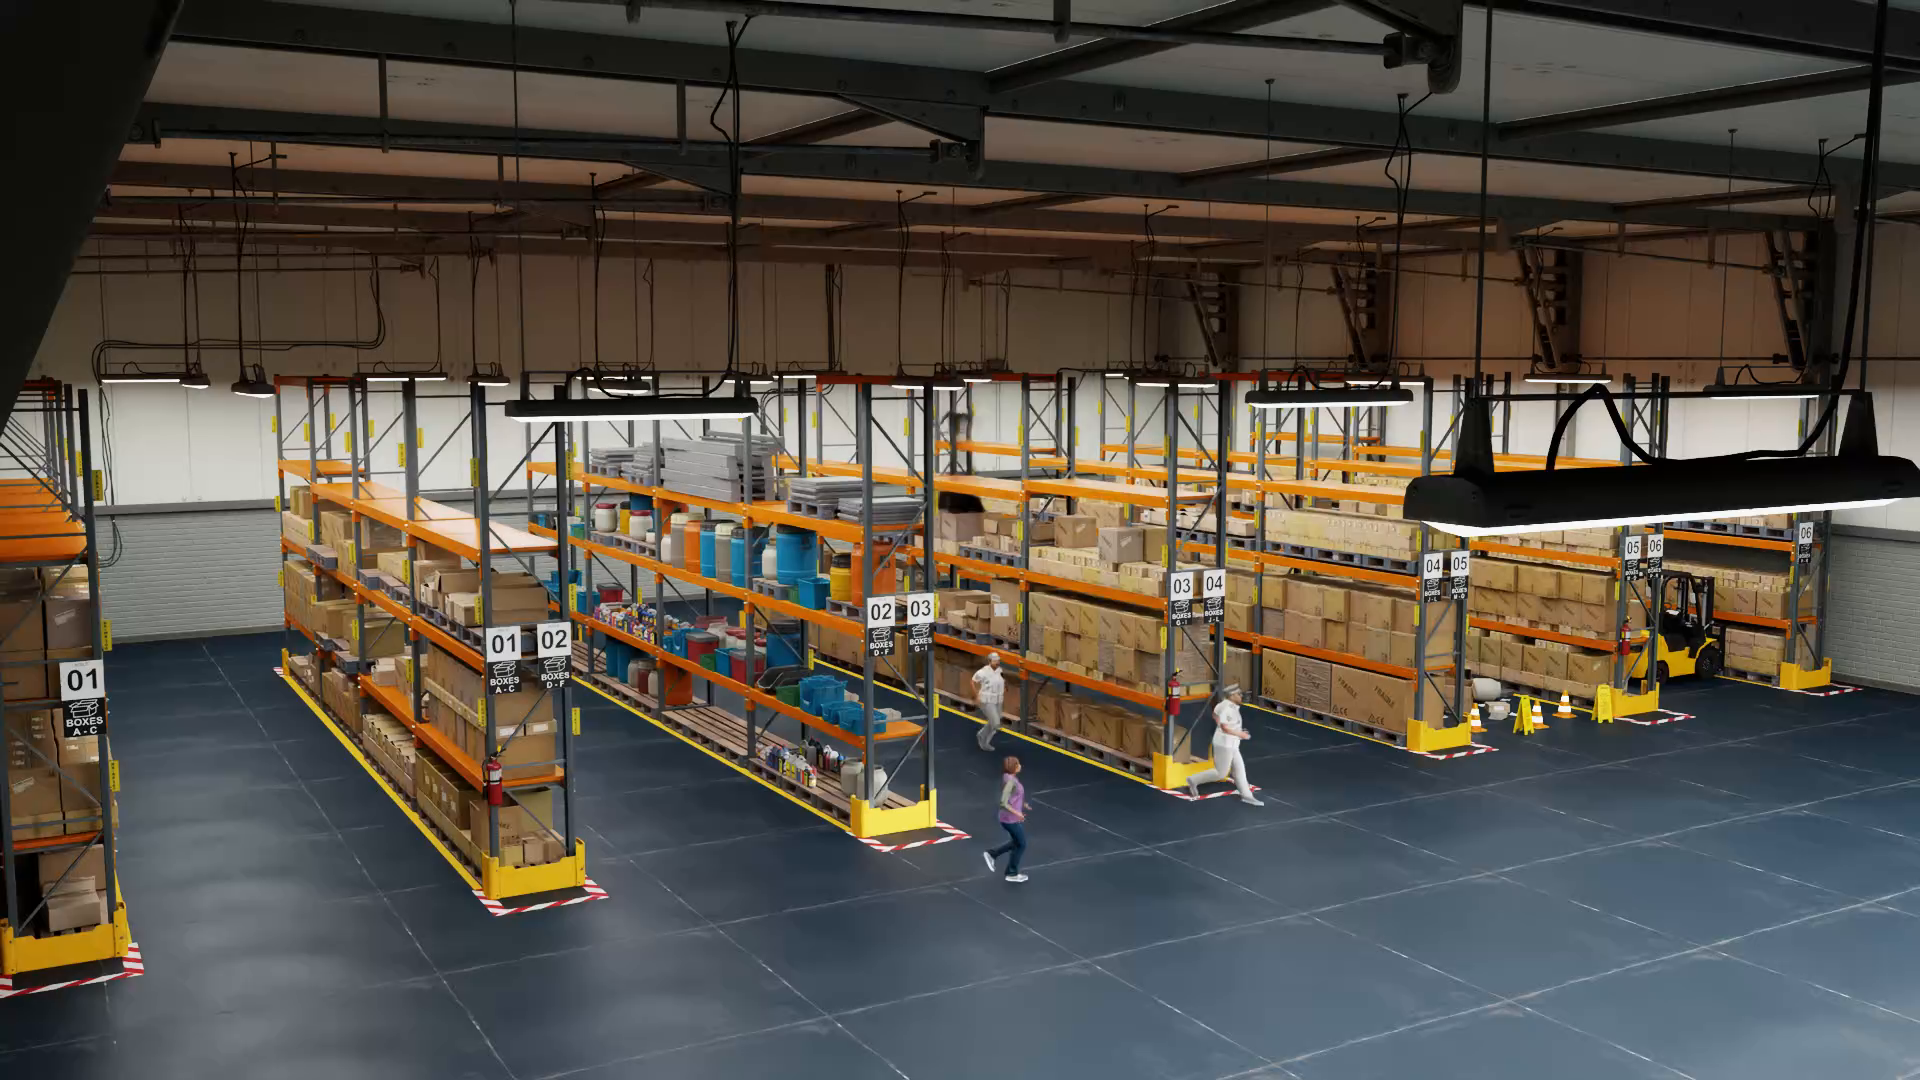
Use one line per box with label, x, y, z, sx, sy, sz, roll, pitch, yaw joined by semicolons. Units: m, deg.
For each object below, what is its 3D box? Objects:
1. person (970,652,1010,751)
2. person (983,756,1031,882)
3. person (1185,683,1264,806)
person;0.525;2.603;26.682;0.588;1.619;0.661;-5;8;-41
person;0.572;3.368;20.054;0.587;1.555;0.527;0;6;0
person;3.750;2.886;23.481;1.111;1.757;0.674;1;6;11
